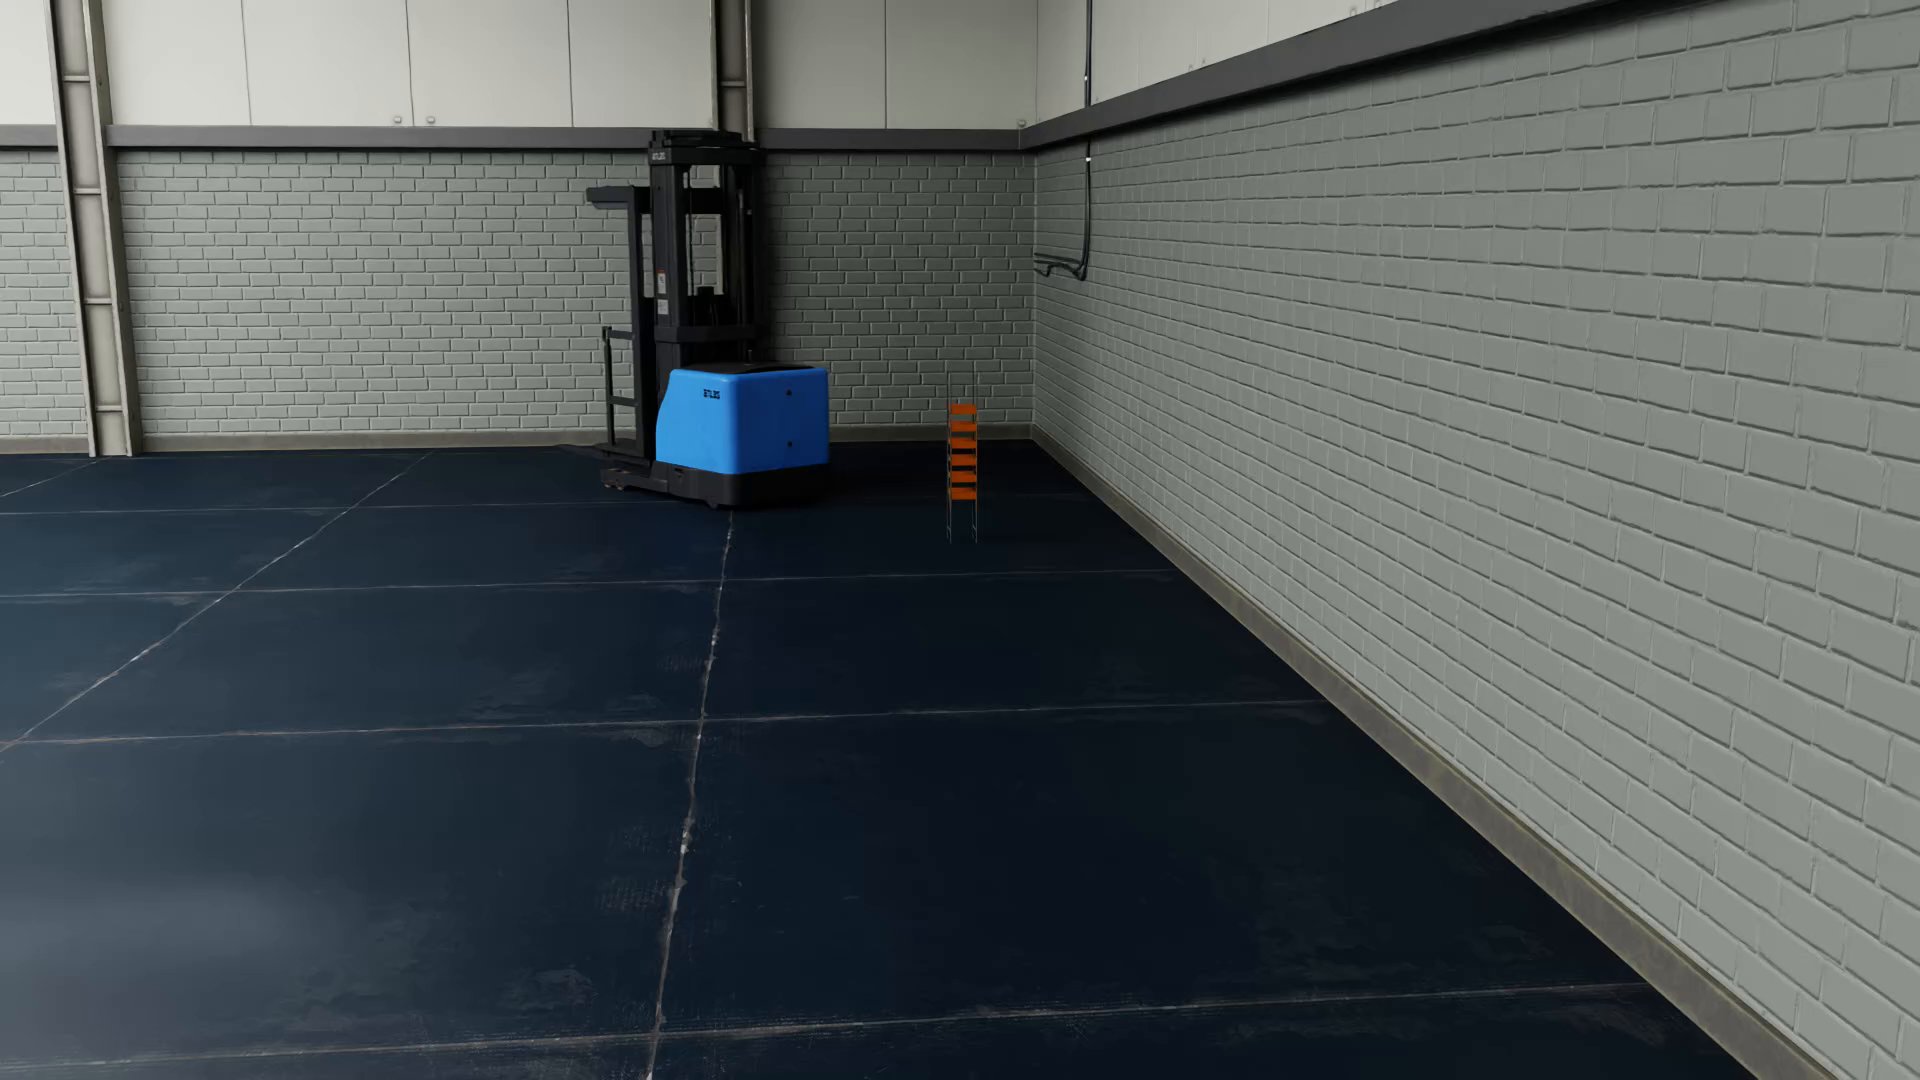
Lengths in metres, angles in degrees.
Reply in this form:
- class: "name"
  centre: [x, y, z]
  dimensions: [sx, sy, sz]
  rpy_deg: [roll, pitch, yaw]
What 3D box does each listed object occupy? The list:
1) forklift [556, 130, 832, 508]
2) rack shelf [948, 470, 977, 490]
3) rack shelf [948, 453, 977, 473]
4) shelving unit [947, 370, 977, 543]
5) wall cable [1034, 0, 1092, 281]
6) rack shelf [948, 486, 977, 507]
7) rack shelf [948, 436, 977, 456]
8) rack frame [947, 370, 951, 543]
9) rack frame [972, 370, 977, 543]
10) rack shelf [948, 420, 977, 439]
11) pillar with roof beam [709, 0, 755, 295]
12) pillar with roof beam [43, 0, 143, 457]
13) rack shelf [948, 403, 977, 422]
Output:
- class: "forklift"
  centre: [-2.403, -1.910, 13.987]
  dimensions: [1.130, 2.935, 3.031]
  rpy_deg: [-10, 15, -41]
- class: "rack shelf"
  centre: [0.014, -0.428, 11.786]
  dimensions: [0.180, 0.103, 0.258]
  rpy_deg: [-1, 11, -6]
- class: "rack shelf"
  centre: [0.014, -0.545, 11.762]
  dimensions: [0.180, 0.103, 0.258]
  rpy_deg: [-1, 11, -6]
- class: "shelving unit"
  centre: [0.014, -0.589, 11.754]
  dimensions: [0.189, 1.200, 0.258]
  rpy_deg: [-1, 11, -6]
- class: "wall cable"
  centre: [0.875, -3.657, 15.192]
  dimensions: [0.112, 2.526, 3.097]
  rpy_deg: [-1, 11, -6]
- class: "rack shelf"
  centre: [0.014, -0.310, 11.809]
  dimensions: [0.180, 0.103, 0.258]
  rpy_deg: [-1, 11, -6]
- class: "rack shelf"
  centre: [0.014, -0.663, 11.739]
  dimensions: [0.180, 0.103, 0.258]
  rpy_deg: [-1, 11, -6]
- class: "rack frame"
  centre: [-0.077, -0.587, 11.744]
  dimensions: [0.006, 1.200, 0.240]
  rpy_deg: [-1, 11, -6]
- class: "rack frame"
  centre: [0.105, -0.591, 11.764]
  dimensions: [0.006, 1.200, 0.240]
  rpy_deg: [-1, 11, -6]
- class: "rack shelf"
  centre: [0.014, -0.781, 11.716]
  dimensions: [0.180, 0.103, 0.258]
  rpy_deg: [-1, 11, -6]
- class: "pillar with roof beam"
  centre: [-1.731, -4.547, 11.671]
  dimensions: [0.400, 9.000, 9.100]
  rpy_deg: [-1, 11, -6]
- class: "pillar with roof beam"
  centre: [-7.696, -4.422, 11.035]
  dimensions: [0.400, 9.000, 9.100]
  rpy_deg: [-1, 11, -6]
- class: "rack shelf"
  centre: [0.014, -0.899, 11.693]
  dimensions: [0.180, 0.103, 0.258]
  rpy_deg: [-1, 11, -6]
